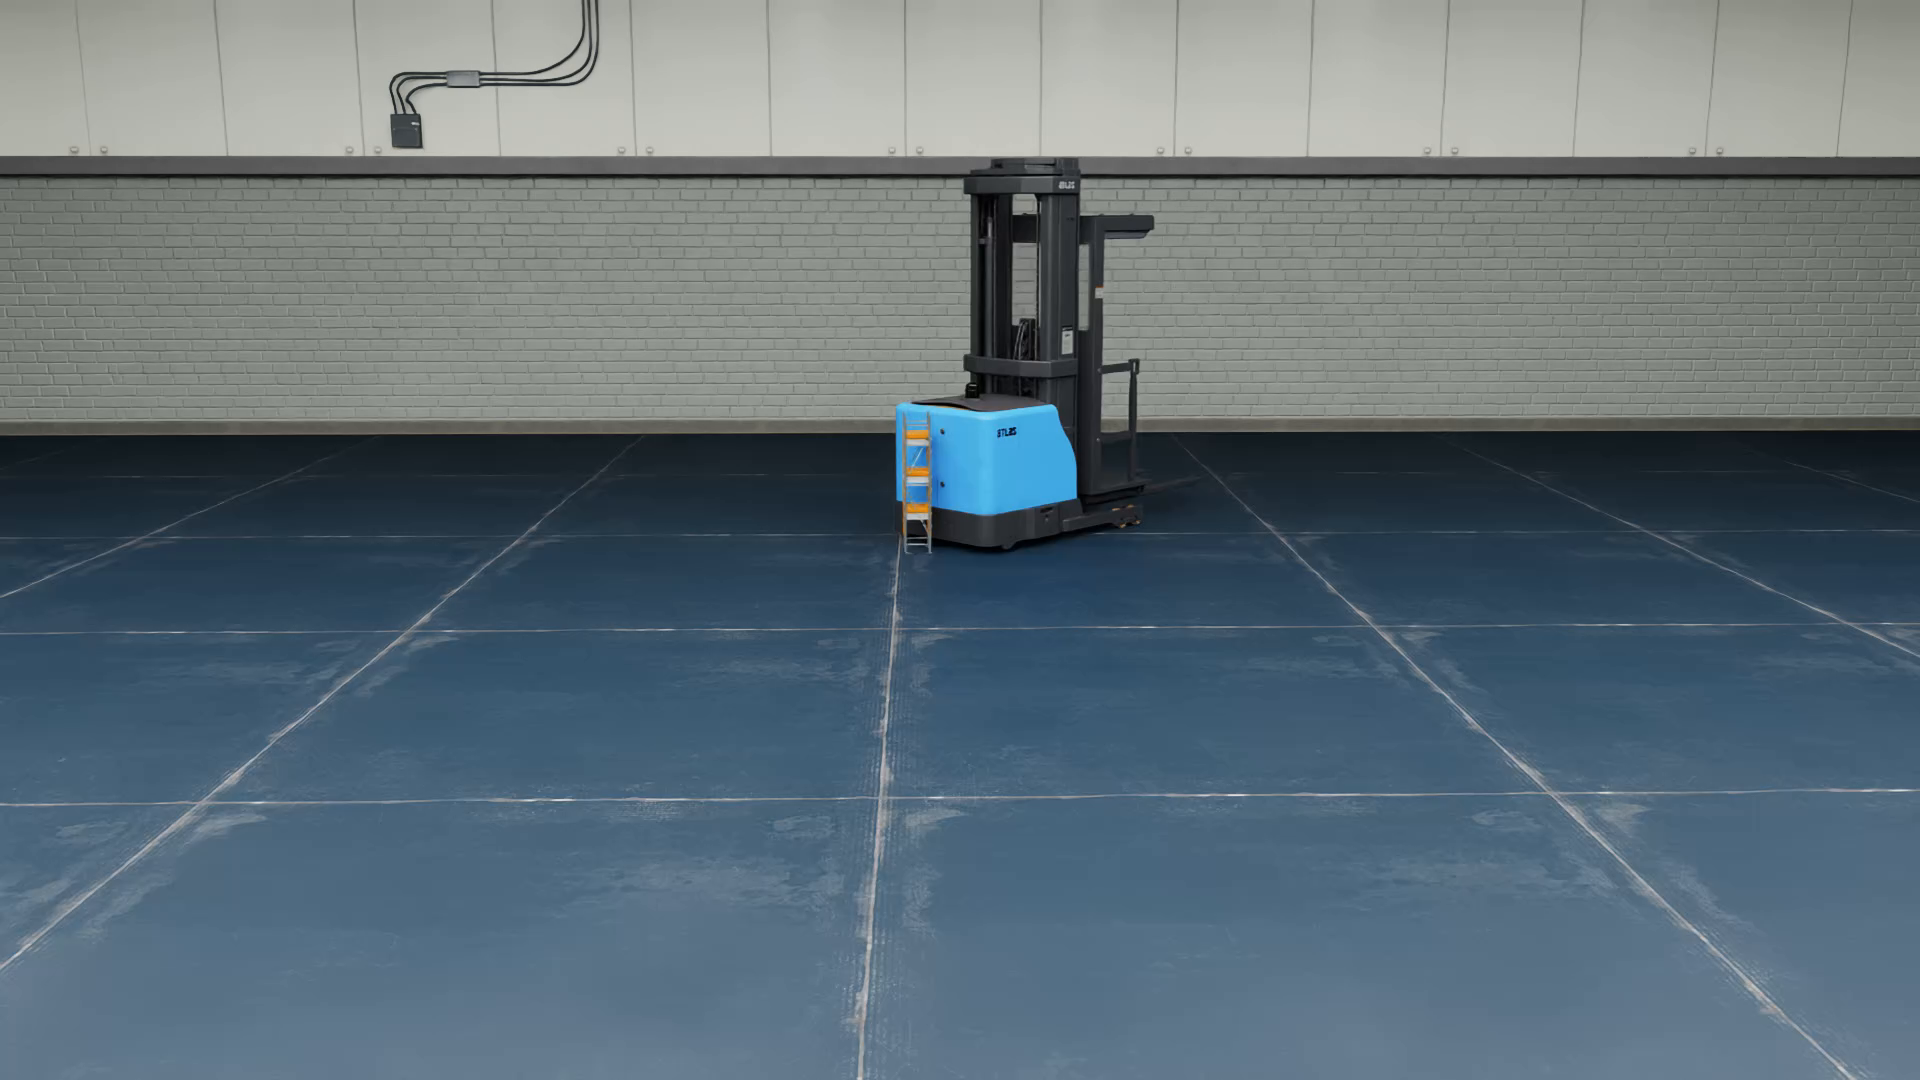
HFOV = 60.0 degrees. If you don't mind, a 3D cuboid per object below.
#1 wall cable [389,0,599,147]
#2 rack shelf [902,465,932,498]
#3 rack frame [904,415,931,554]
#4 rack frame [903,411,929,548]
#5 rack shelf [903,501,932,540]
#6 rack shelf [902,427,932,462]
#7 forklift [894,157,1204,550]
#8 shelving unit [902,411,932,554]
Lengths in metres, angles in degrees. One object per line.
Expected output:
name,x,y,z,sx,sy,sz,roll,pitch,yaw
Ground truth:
wall cable,-5.099,-7.282,17.765,2.305,6.003,0.169,0,11,-1
rack shelf,-0.324,-0.423,12.557,0.215,0.259,0.240,-1,11,-4
rack frame,-0.316,-0.409,12.436,0.200,1.050,0.008,-1,11,-4
rack frame,-0.332,-0.458,12.675,0.200,1.050,0.008,-1,11,-4
rack shelf,-0.324,-0.151,12.613,0.215,0.259,0.240,-1,11,-4
rack shelf,-0.324,-0.701,12.501,0.215,0.259,0.240,-1,11,-4
forklift,0.865,-1.594,13.546,1.130,2.935,3.031,11,16,42
shelving unit,-0.324,-0.434,12.555,0.215,1.050,0.252,-1,11,-4
